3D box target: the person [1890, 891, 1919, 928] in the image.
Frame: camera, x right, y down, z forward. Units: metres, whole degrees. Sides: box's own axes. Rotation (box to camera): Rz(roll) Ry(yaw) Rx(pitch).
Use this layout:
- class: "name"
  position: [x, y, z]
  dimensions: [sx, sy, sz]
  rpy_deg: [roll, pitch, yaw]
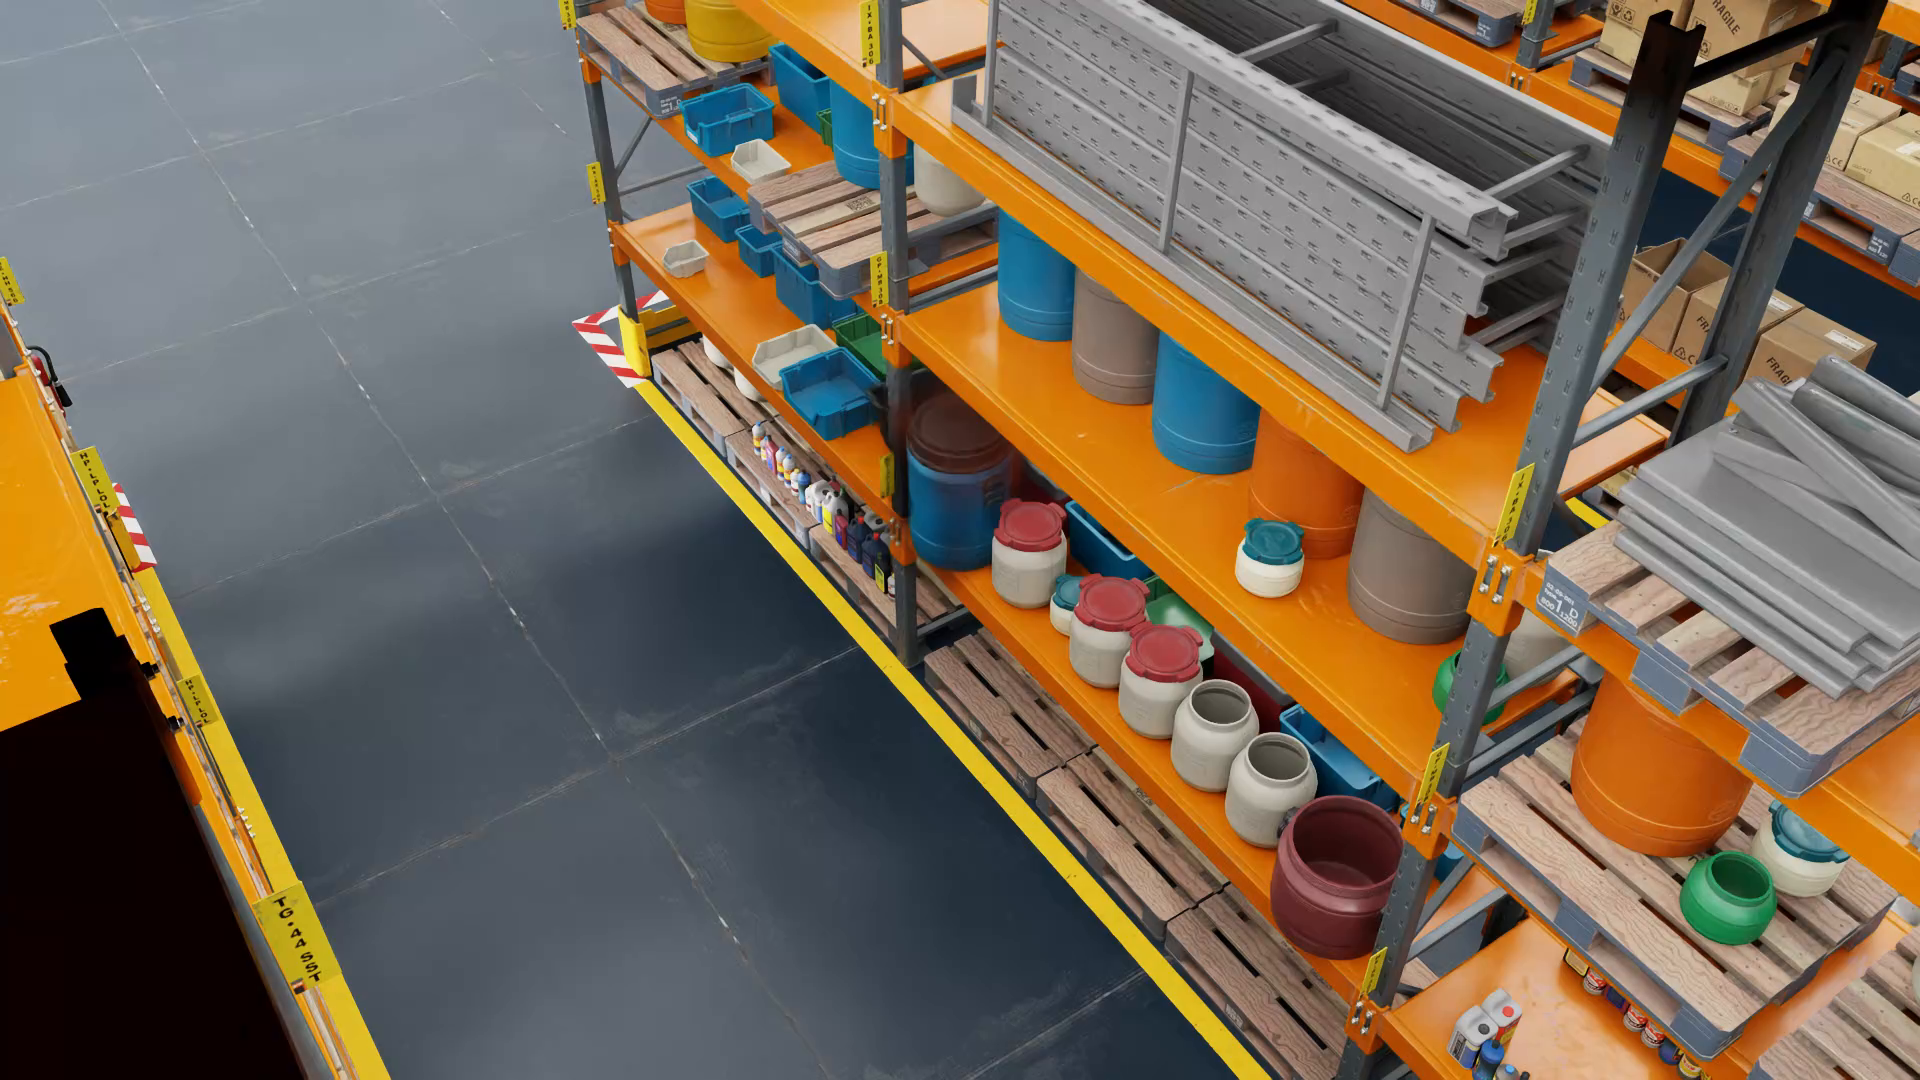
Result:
- class: "person"
  position: [4.867, 1.842, 8.467]
  dimensions: [0.622, 1.716, 1.171]
  rpy_deg: [-27, 49, -27]
